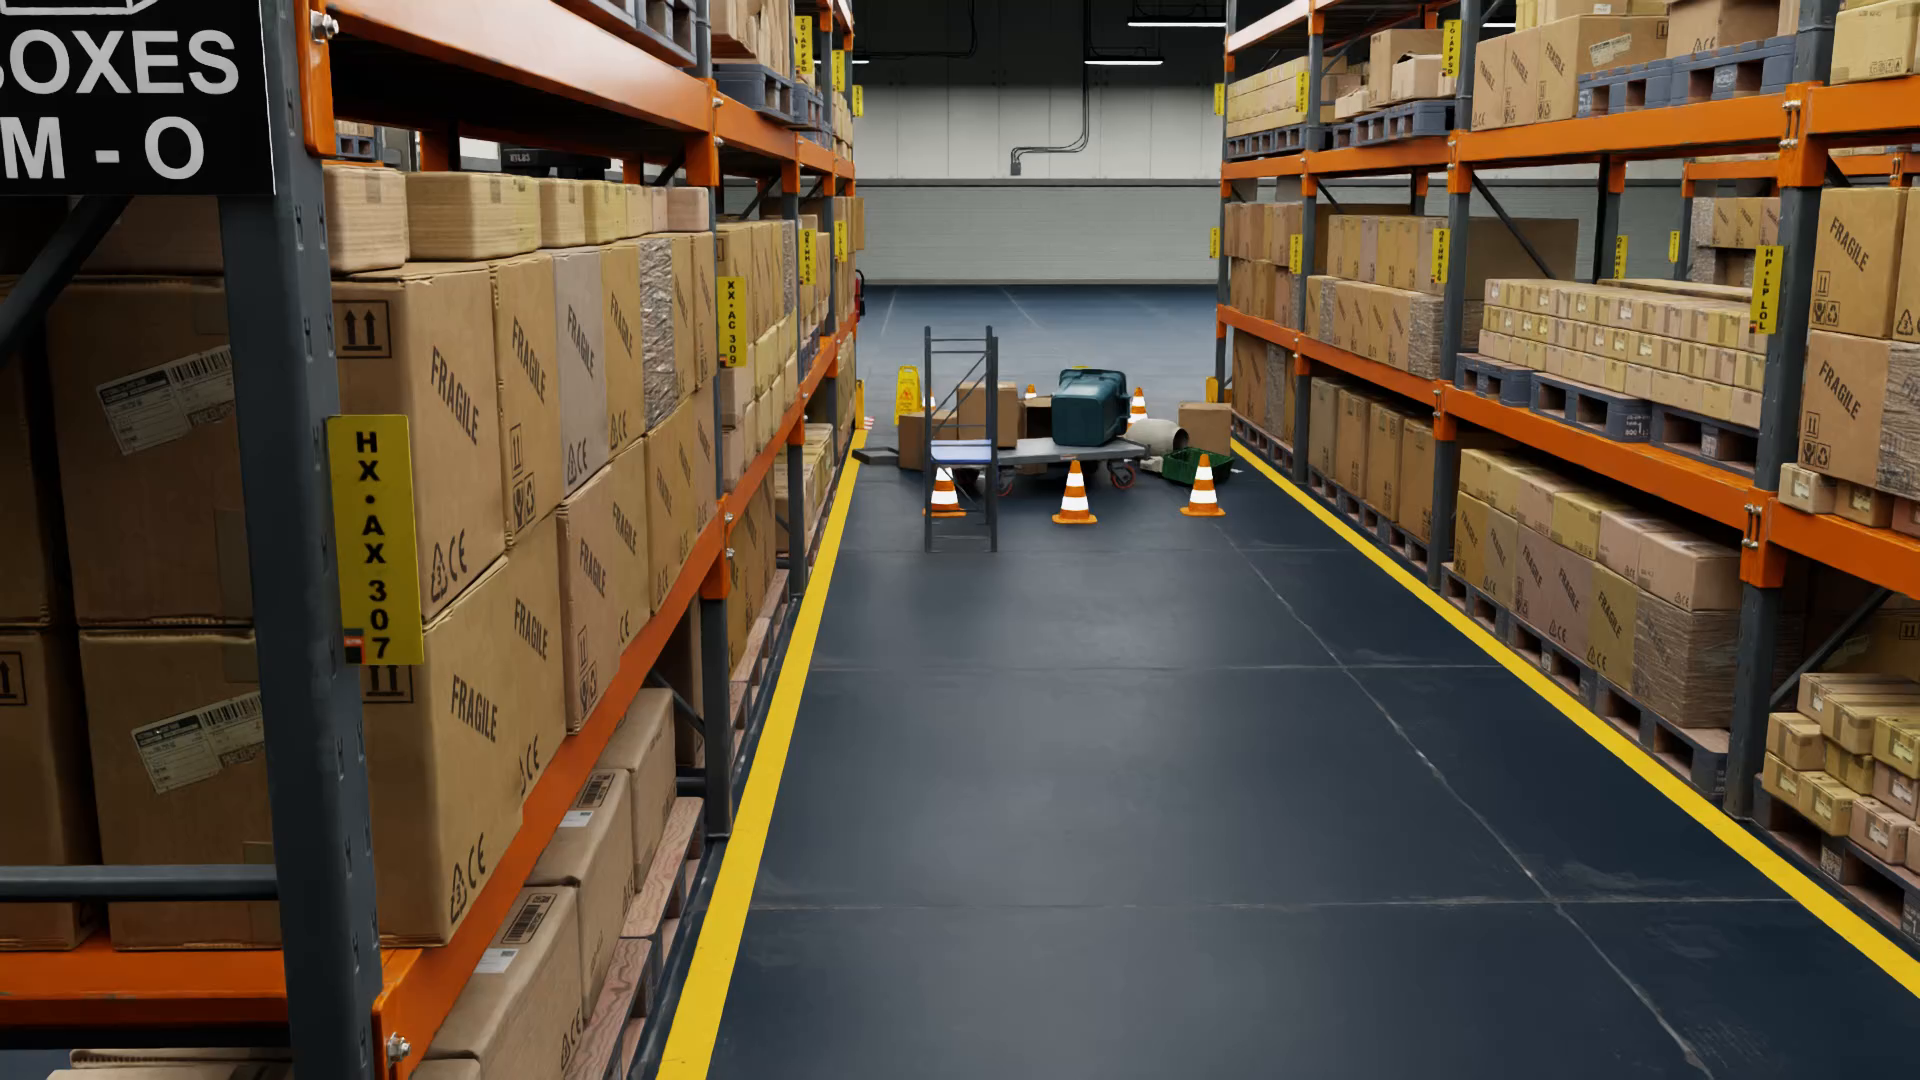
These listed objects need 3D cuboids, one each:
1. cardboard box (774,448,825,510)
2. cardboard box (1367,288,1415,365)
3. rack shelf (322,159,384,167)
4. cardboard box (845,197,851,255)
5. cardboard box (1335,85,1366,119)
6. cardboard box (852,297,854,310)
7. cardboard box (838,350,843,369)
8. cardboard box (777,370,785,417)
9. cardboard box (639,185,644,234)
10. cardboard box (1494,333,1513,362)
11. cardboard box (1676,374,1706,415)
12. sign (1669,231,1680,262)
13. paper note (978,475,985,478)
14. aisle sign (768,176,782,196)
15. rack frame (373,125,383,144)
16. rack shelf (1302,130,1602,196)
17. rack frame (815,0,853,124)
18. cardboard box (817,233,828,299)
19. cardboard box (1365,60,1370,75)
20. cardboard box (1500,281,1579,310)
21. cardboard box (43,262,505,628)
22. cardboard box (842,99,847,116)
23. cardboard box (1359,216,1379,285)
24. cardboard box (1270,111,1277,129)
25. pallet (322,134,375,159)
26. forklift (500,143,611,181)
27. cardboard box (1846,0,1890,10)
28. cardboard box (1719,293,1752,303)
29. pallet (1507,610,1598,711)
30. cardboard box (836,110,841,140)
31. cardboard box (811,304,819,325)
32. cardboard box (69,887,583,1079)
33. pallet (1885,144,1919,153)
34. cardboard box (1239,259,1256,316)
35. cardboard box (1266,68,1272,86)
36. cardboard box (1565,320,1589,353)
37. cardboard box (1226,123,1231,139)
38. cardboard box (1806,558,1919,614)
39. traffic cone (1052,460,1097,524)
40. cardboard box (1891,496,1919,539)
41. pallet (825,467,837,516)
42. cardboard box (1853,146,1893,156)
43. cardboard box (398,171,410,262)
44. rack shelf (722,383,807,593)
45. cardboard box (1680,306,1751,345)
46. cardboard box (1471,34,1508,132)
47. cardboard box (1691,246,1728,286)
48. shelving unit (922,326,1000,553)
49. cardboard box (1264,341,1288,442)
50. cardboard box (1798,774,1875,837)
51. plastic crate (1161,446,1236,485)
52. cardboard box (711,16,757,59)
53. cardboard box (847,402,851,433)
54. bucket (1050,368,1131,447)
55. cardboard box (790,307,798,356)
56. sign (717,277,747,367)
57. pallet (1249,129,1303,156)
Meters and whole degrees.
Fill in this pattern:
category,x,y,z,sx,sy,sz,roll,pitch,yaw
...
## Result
category,x,y,z,sx,sy,sz,roll,pitch,yaw
cardboard box,-1.502,-0.452,12.294,0.950,0.372,0.625,0,11,1
cardboard box,3.183,-1.500,11.659,0.500,0.500,0.500,0,11,-2
rack shelf,-6.554,-3.413,15.603,1.077,0.370,4.000,0,11,-1
cardboard box,-1.331,-2.794,14.772,0.700,0.500,0.500,0,11,-1
cardboard box,3.160,-3.497,13.240,0.258,0.266,0.396,0,11,-2
cardboard box,-1.295,-2.468,17.310,0.380,0.149,0.250,0,11,-2
cardboard box,-1.235,-1.606,14.774,0.380,0.149,0.250,0,11,0
cardboard box,-1.177,-0.749,8.586,0.500,0.250,0.500,0,11,-2
cardboard box,-1.145,-0.973,4.914,0.380,0.149,0.250,0,11,-2
cardboard box,3.292,-1.104,9.532,0.380,0.149,0.250,0,11,2
cardboard box,3.347,-0.631,7.202,0.380,0.149,0.250,0,11,-1
sign,7.733,-3.177,17.997,0.100,0.325,0.005,0,11,-1
paper note,0.145,-0.576,14.823,0.148,0.019,0.142,0,11,-1
aisle sign,-1.944,-3.999,17.689,0.394,0.787,0.004,0,11,-1
rack frame,-6.595,-5.633,17.193,1.000,3.000,0.127,0,11,-1
rack shelf,3.438,-2.679,11.987,1.077,0.370,4.000,0,11,-1
rack frame,-1.633,-5.654,17.297,1.000,3.000,0.127,0,11,-1
cardboard box,-1.299,-2.130,12.959,0.500,0.500,0.500,0,11,-1
cardboard box,3.723,-4.077,14.383,0.380,0.149,0.250,0,11,-2
cardboard box,3.304,-1.393,9.458,0.380,0.149,0.250,-1,11,-3
cardboard box,-1.027,-0.169,2.583,0.500,0.500,0.500,0,11,-2
cardboard box,-1.265,-4.081,15.714,0.380,0.149,0.250,0,11,0
cardboard box,3.436,-2.197,12.579,0.700,0.500,0.500,0,11,-1
cardboard box,3.049,-3.834,15.194,0.380,0.149,0.250,0,11,0
pallet,-6.606,-3.979,16.806,1.003,0.211,1.213,0,11,-1
forklift,-3.626,-1.752,13.325,3.031,2.935,1.130,5,12,23
cardboard box,3.332,-1.914,5.525,0.500,0.250,0.500,0,11,1
cardboard box,3.977,-1.134,8.185,0.380,0.149,0.250,0,11,1
pallet,3.517,0.599,8.573,1.003,0.211,1.213,0,11,-1
cardboard box,-1.305,-3.652,14.603,0.500,0.250,0.500,0,11,-2
cardboard box,-1.257,-1.698,12.459,0.380,0.149,0.250,0,11,-1
cardboard box,-1.443,1.204,3.970,0.875,0.438,0.875,0,11,0
pallet,8.264,-3.215,13.288,1.213,0.211,1.003,0,11,-1
cardboard box,3.286,-2.533,16.625,0.875,0.550,0.550,0,11,-1
cardboard box,3.045,-4.274,15.358,0.380,0.149,0.250,0,11,-2
cardboard box,3.317,-1.040,8.468,0.380,0.149,0.250,0,11,-2
cardboard box,3.001,-4.287,17.425,0.380,0.149,0.250,0,11,-1
cardboard box,3.811,0.135,7.196,0.500,0.250,0.500,-1,11,-4
traffic cone,0.881,-0.382,12.776,0.336,0.463,0.334,0,11,-1
cardboard box,3.379,-0.085,5.564,0.380,0.149,0.250,-1,11,-4
pallet,-1.532,-0.398,13.489,1.003,0.211,1.213,0,11,-1
cardboard box,8.088,-3.446,14.333,0.500,0.250,0.500,0,11,1
cardboard box,-1.109,-0.514,2.651,0.380,0.149,0.250,0,11,0
rack shelf,-1.426,-0.374,8.167,1.077,0.370,4.000,0,11,-1
cardboard box,3.349,-0.927,7.165,0.380,0.149,0.250,-1,11,-3
cardboard box,3.225,-2.569,9.381,0.500,0.500,0.500,0,11,-1
cardboard box,8.259,-2.840,17.515,0.875,0.500,0.500,0,11,-1
shelving unit,-0.002,-0.752,11.994,0.538,1.500,1.048,0,11,-1
cardboard box,3.432,-1.428,15.844,0.875,0.875,0.875,0,11,-1
cardboard box,3.254,0.949,5.953,0.380,0.149,0.250,0,11,1
plastic crate,2.084,-0.639,14.591,0.450,0.188,0.662,17,18,26
cardboard box,-1.061,-2.143,7.066,0.380,0.166,0.250,-1,12,-5
cardboard box,-1.328,-1.206,16.318,0.500,0.250,0.500,-1,11,-3
bucket,1.089,-1.118,14.434,0.726,0.611,0.620,4,22,18
cardboard box,-1.203,-1.200,9.551,0.500,0.250,0.500,0,11,-1
sign,-0.830,-0.794,6.054,0.100,0.325,0.005,0,11,-1
pallet,3.368,-3.791,15.878,1.003,0.211,1.213,0,11,-1
